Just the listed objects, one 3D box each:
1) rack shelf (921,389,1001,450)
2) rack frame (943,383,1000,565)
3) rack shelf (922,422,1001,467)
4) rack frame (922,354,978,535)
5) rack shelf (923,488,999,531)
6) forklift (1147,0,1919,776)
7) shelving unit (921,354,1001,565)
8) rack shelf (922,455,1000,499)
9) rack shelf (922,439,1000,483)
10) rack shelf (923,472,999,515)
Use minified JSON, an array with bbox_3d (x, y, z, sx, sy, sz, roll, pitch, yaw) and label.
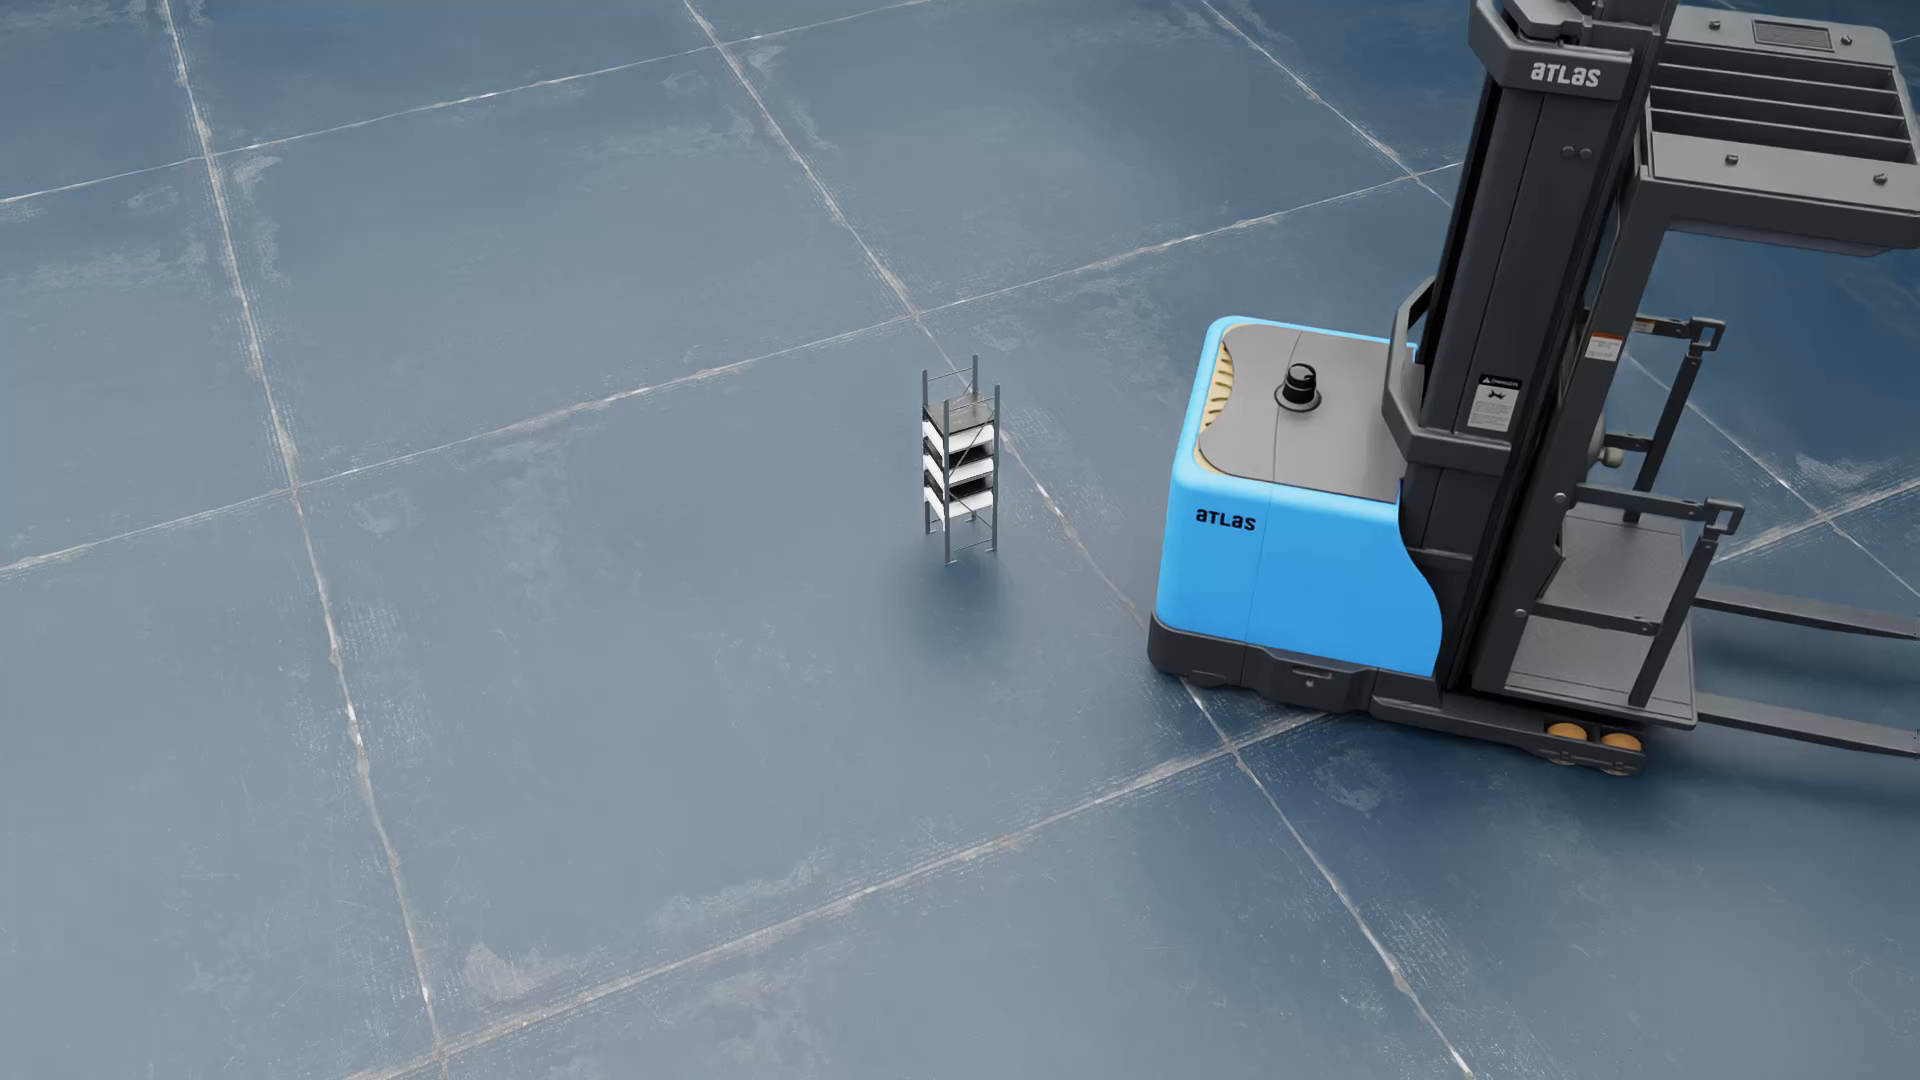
[{"bbox_3d":[0.003,-0.484,6.631,0.258,0.077,0.200,-18,47,-17],"label":"rack shelf"},{"bbox_3d":[0.046,-0.250,6.732,0.240,0.900,0.006,-18,47,-17],"label":"rack frame"},{"bbox_3d":[0.003,-0.420,6.695,0.258,0.077,0.200,-18,47,-17],"label":"rack shelf"},{"bbox_3d":[-0.039,-0.380,6.863,0.240,0.900,0.006,-18,47,-17],"label":"rack frame"},{"bbox_3d":[0.003,-0.163,6.947,0.258,0.077,0.200,-18,47,-17],"label":"rack shelf"},{"bbox_3d":[2.313,-0.579,5.619,3.031,2.935,1.130,10,46,10],"label":"forklift"},{"bbox_3d":[0.003,-0.315,6.798,0.258,0.900,0.210,-18,47,-17],"label":"shelving unit"},{"bbox_3d":[0.003,-0.291,6.821,0.258,0.077,0.200,-18,47,-17],"label":"rack shelf"},{"bbox_3d":[0.003,-0.355,6.758,0.258,0.077,0.200,-18,47,-17],"label":"rack shelf"},{"bbox_3d":[0.003,-0.227,6.884,0.258,0.077,0.200,-18,47,-17],"label":"rack shelf"}]
